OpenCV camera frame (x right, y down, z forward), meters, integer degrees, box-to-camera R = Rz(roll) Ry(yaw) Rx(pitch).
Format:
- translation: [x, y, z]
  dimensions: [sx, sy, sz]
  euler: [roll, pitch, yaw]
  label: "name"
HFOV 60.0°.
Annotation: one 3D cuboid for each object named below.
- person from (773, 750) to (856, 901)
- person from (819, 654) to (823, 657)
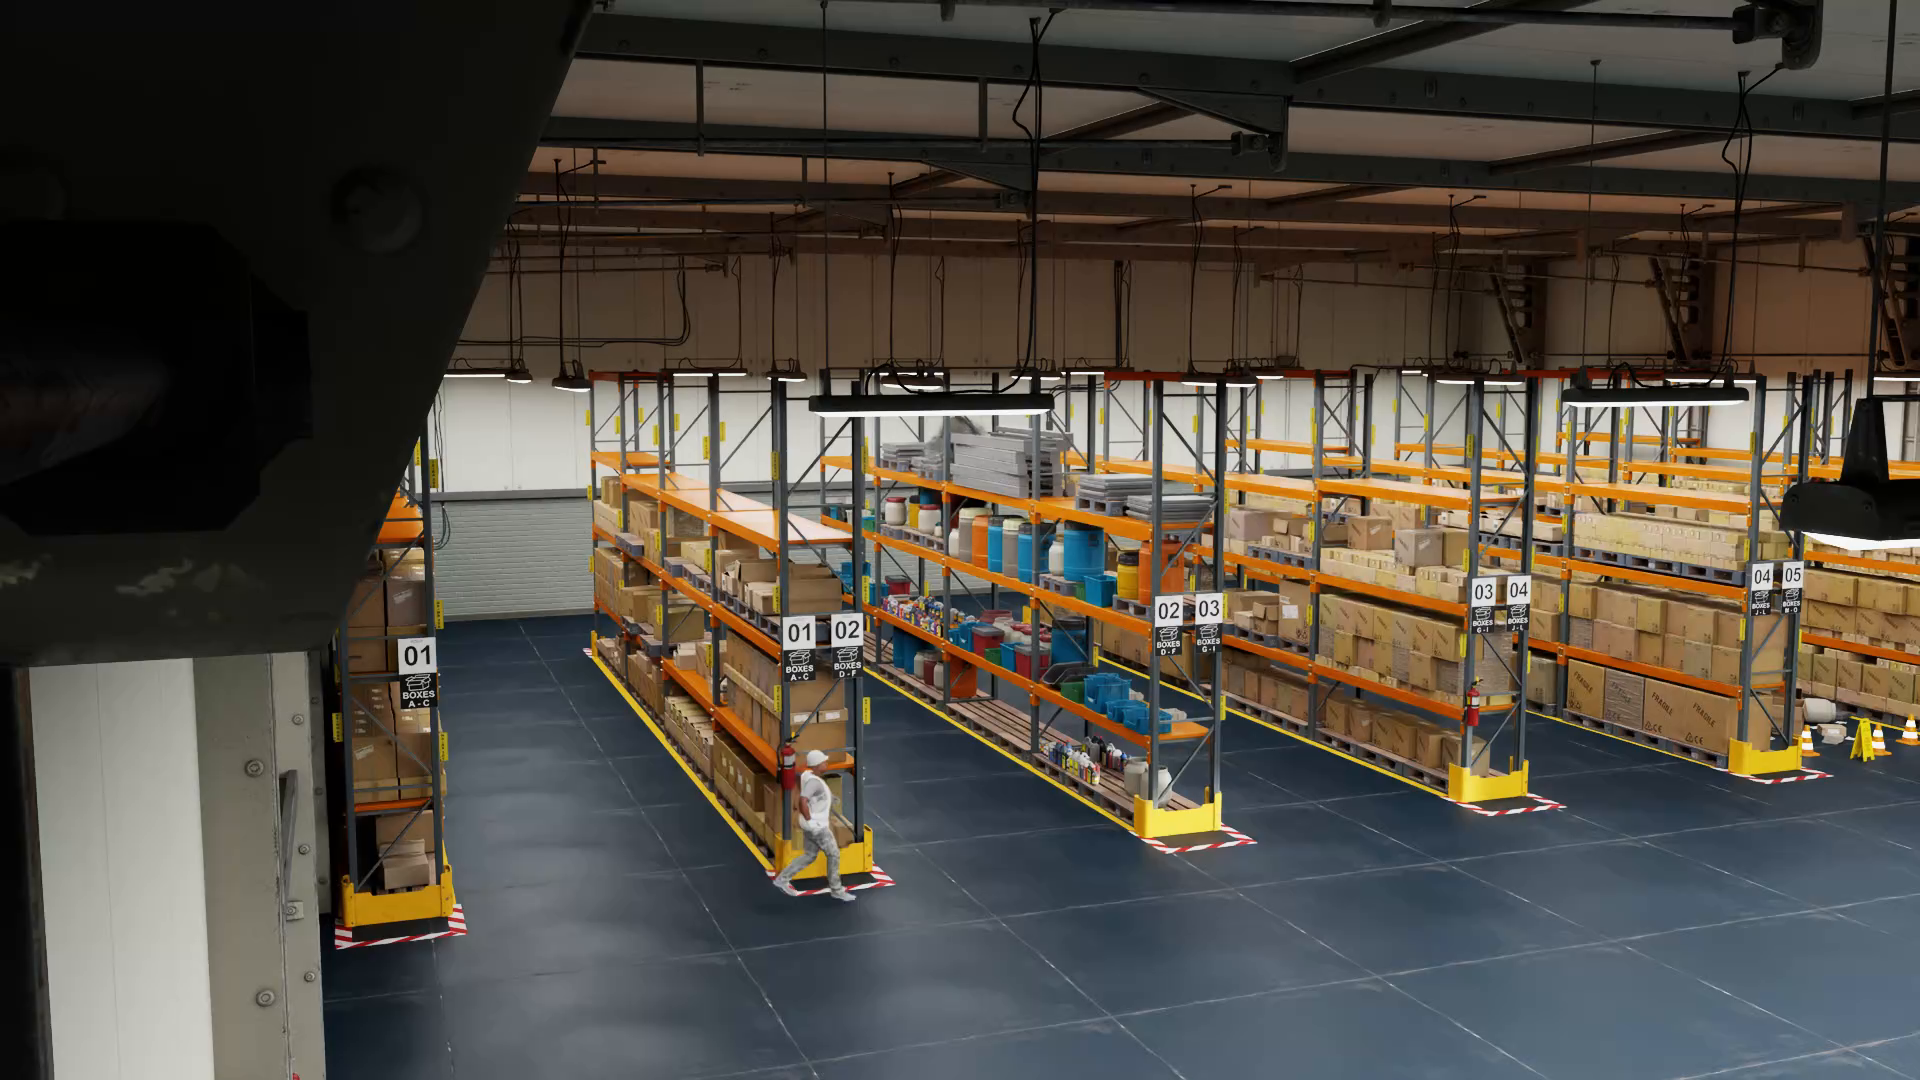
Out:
- translation: [-1.684, 3.307, 19.181]
  dimensions: [0.964, 1.791, 0.715]
  euler: [-2, 7, -15]
  label: "person"
- translation: [-2.795, 1.717, 31.624]
  dimensions: [0.611, 1.860, 0.830]
  euler: [-1, 7, -12]
  label: "person"
